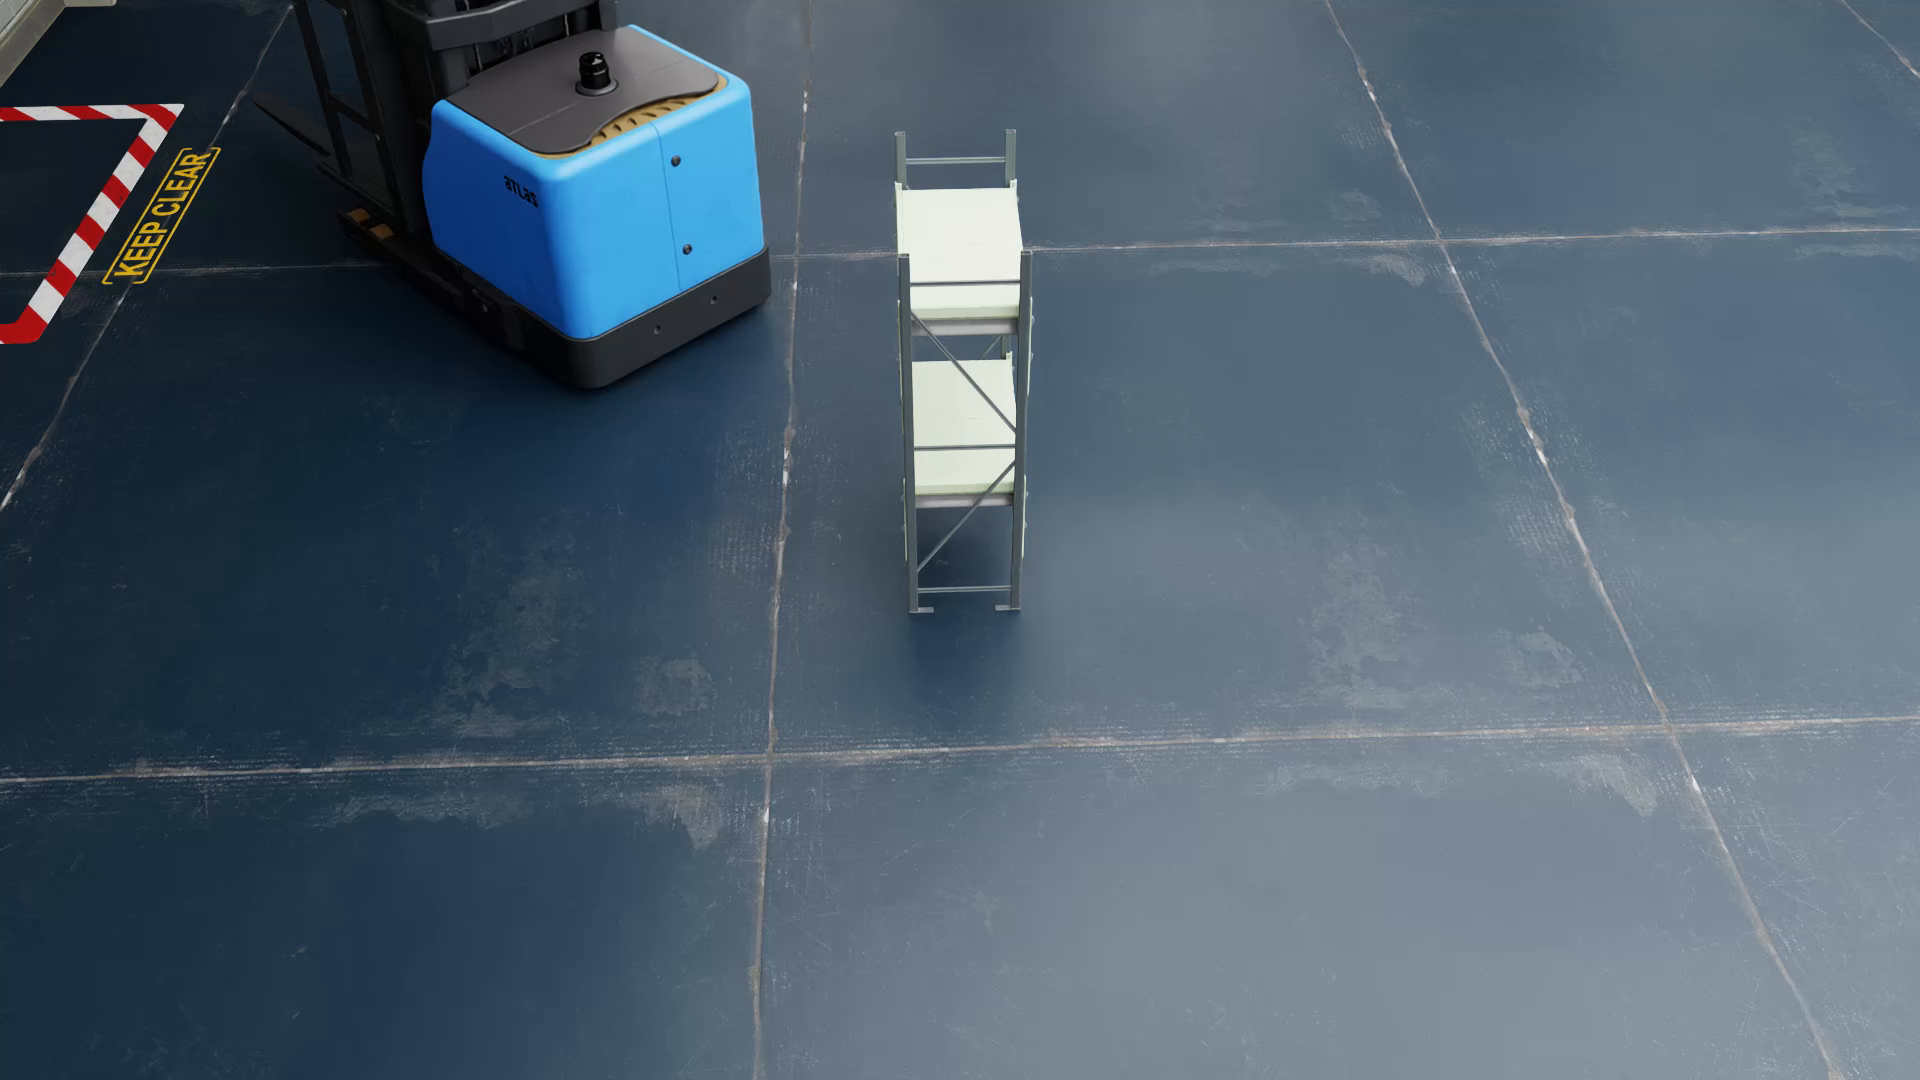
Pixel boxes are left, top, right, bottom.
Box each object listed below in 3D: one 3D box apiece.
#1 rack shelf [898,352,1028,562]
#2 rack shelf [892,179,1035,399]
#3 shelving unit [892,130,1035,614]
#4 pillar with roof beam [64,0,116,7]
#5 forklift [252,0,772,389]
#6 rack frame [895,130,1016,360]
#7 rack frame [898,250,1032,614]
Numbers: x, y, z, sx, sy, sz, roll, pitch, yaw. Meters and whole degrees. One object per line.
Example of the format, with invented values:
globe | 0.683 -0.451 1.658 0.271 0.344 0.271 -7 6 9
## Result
rack shelf | 0.000 -0.308 5.959 0.431 0.370 0.720 -2 43 -2
rack shelf | 0.000 -0.836 5.475 0.431 0.370 0.720 -2 43 -2
shelving unit | 0.000 -0.548 5.738 0.431 1.500 0.755 -2 43 -2
pillar with roof beam | -0.761 -6.662 6.859 9.100 9.000 0.400 -2 43 -2
forklift | -2.235 -2.585 6.901 3.031 2.935 1.130 33 52 31
rack frame | -0.015 -0.795 6.008 0.400 1.500 0.023 -2 43 -2
rack frame | 0.016 -0.301 5.469 0.400 1.500 0.023 -2 43 -2
